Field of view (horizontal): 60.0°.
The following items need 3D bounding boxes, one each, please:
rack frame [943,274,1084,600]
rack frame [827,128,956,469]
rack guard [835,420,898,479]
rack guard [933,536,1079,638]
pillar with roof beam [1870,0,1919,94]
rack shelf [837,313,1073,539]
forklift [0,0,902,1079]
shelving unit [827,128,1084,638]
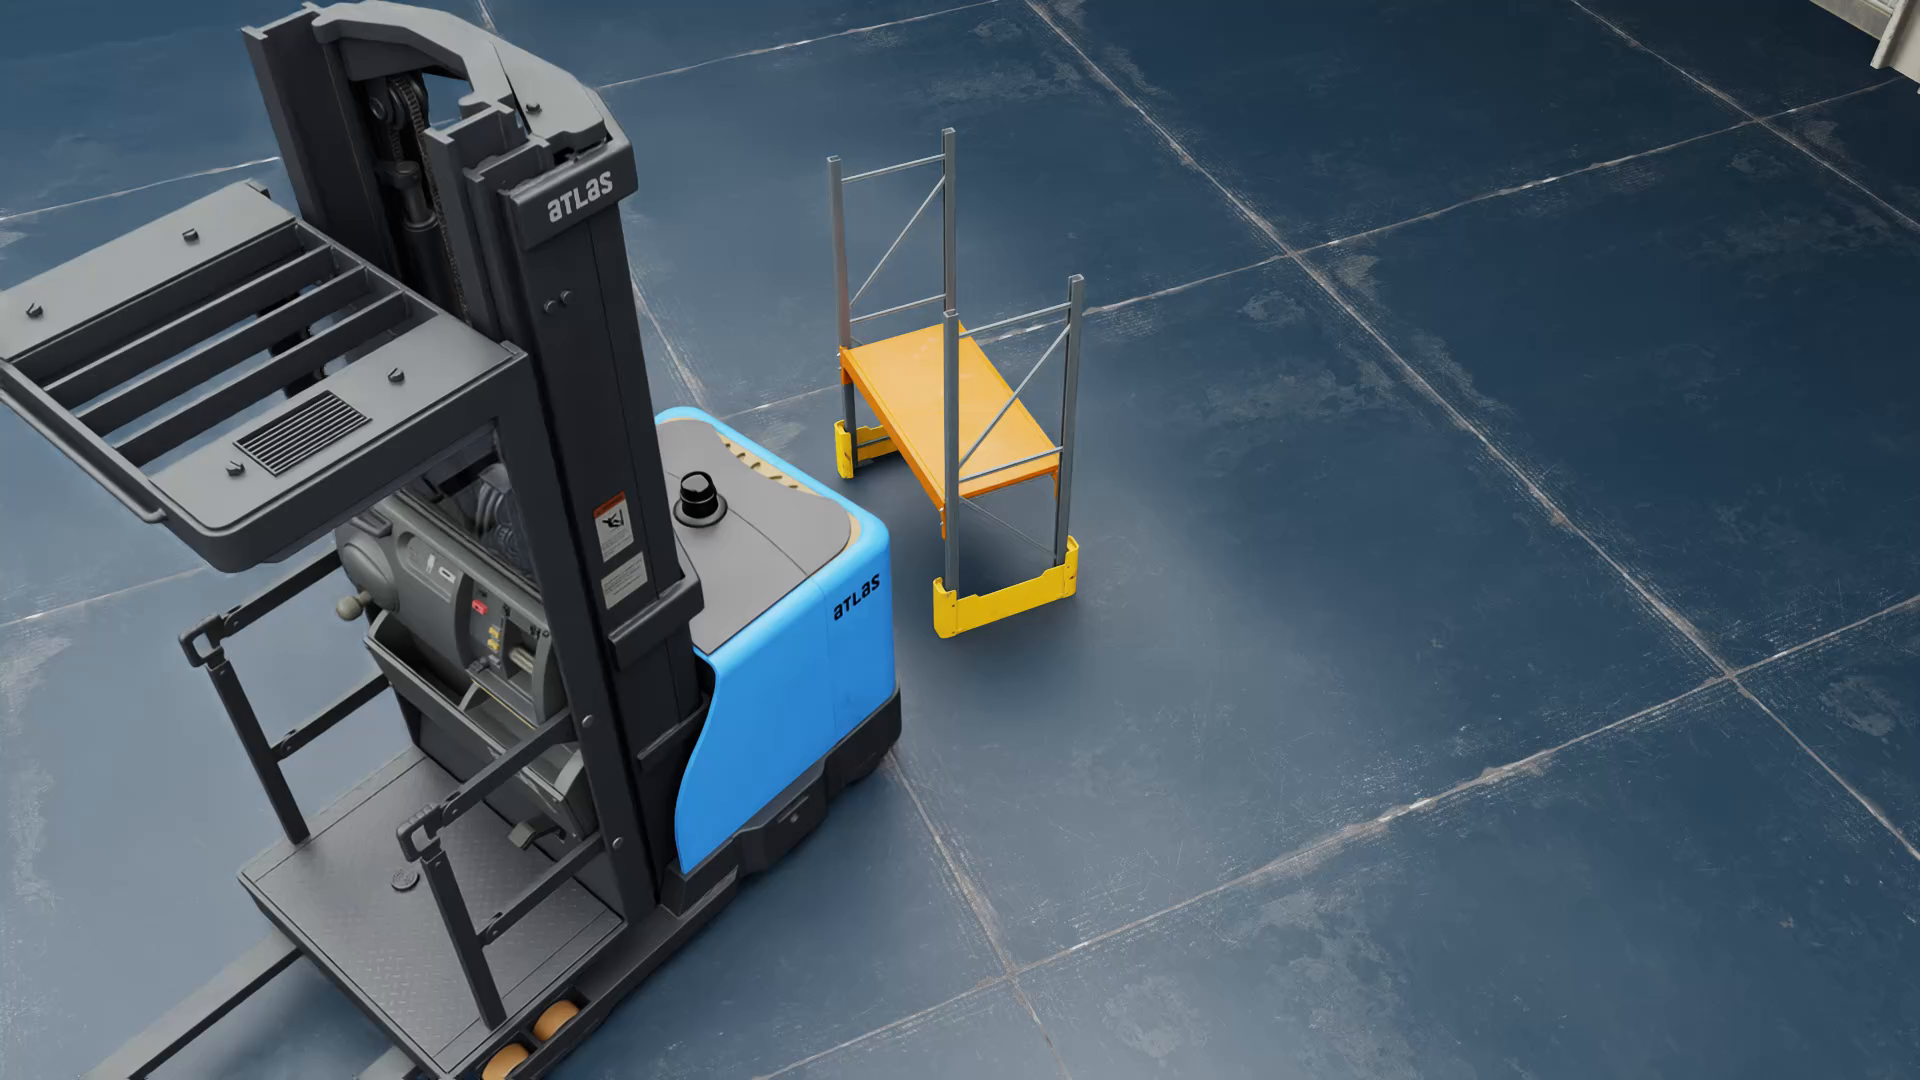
[{"bbox_3d":[0.178,-0.264,5.950,0.500,1.500,0.032,-18,47,-17],"label":"rack frame"},{"bbox_3d":[-0.250,-0.912,6.607,0.500,1.500,0.032,-18,47,-17],"label":"rack frame"},{"bbox_3d":[-0.241,-0.455,7.033,0.587,0.250,0.087,-18,47,-17],"label":"rack guard"},{"bbox_3d":[0.177,0.180,6.390,0.587,0.250,0.087,-18,47,-17],"label":"rack guard"},{"bbox_3d":[1.516,-4.570,4.975,9.100,9.000,0.400,-18,47,-17],"label":"pillar with roof beam"},{"bbox_3d":[-0.036,-0.460,6.405,0.538,0.185,1.000,-18,47,-17],"label":"rack shelf"},{"bbox_3d":[-1.549,0.242,4.418,1.130,2.935,3.031,31,52,28],"label":"forklift"},{"bbox_3d":[-0.032,-0.582,6.272,0.587,1.500,1.083,-18,47,-17],"label":"shelving unit"}]
